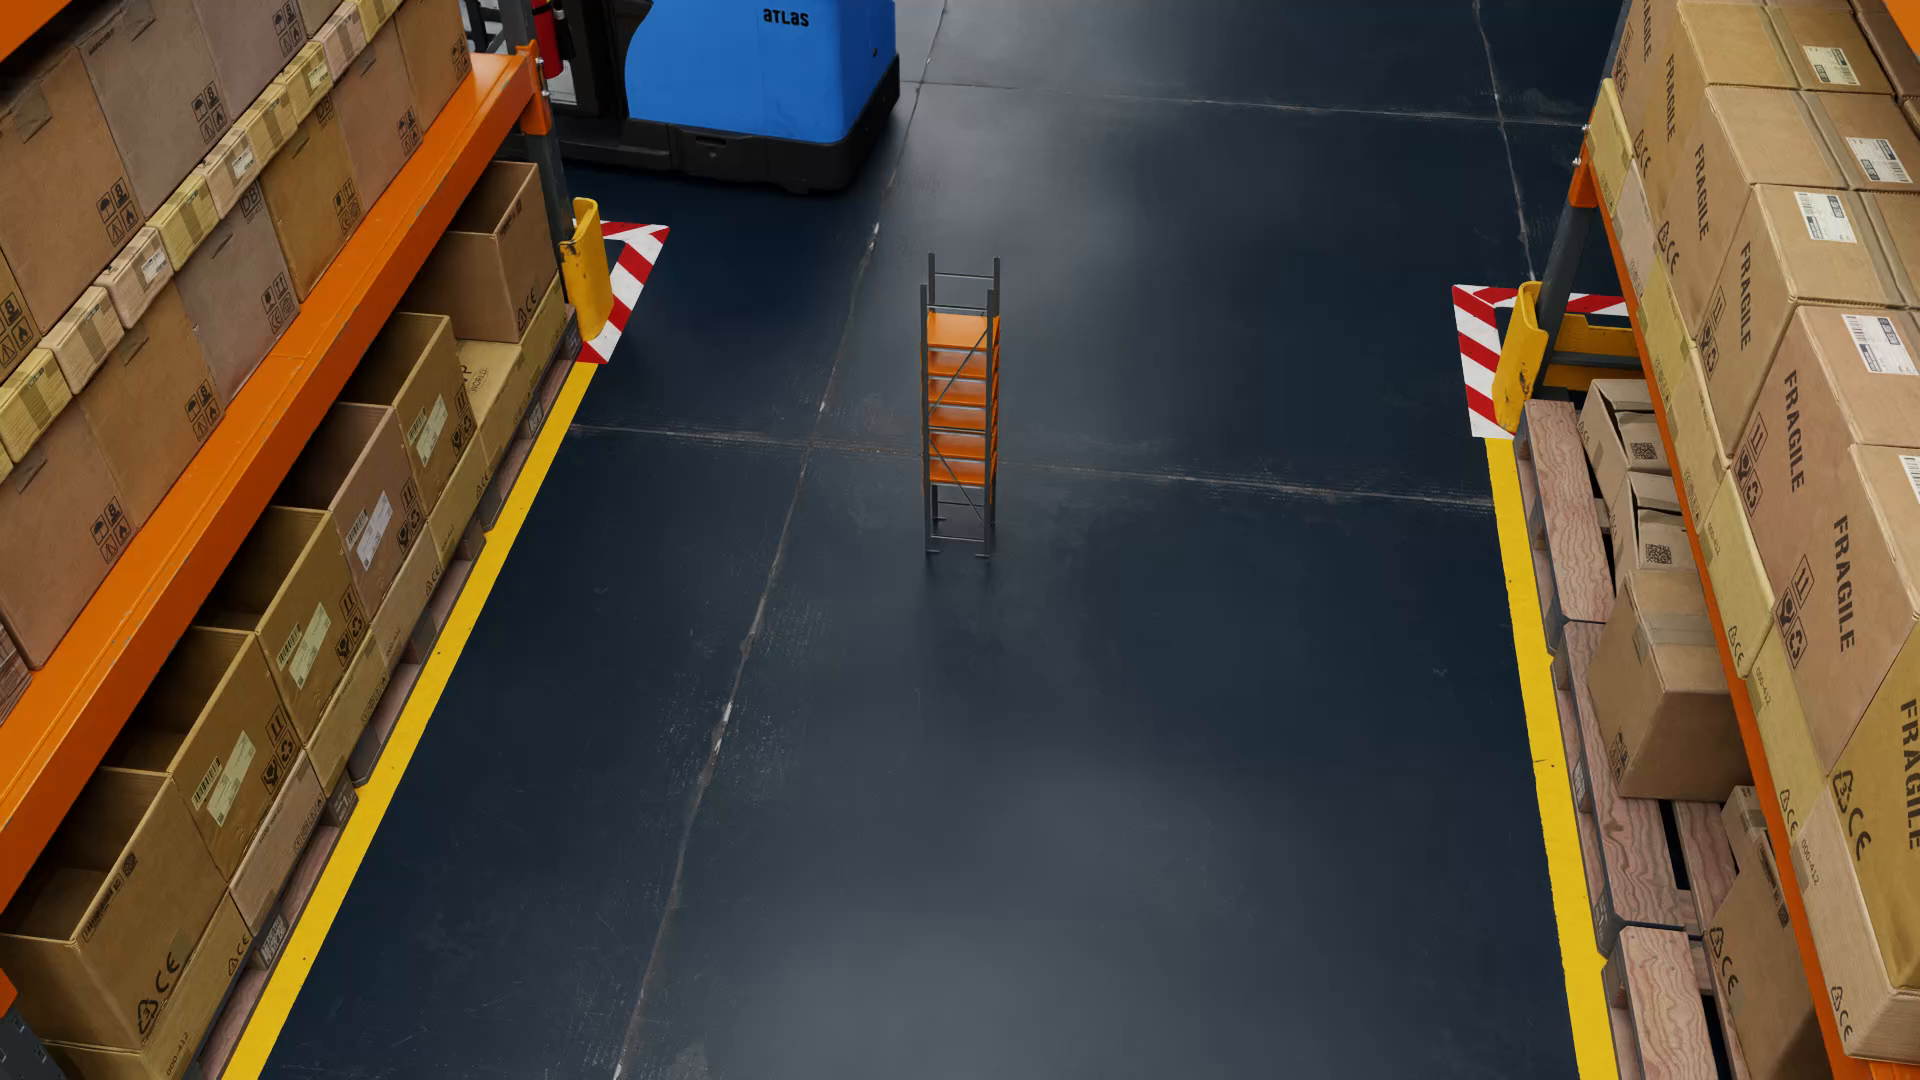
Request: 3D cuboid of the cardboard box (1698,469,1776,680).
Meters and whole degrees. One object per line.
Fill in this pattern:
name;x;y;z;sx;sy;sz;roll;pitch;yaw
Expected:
cardboard box;2.144;0.098;4.059;0.500;0.250;0.500;5;44;5

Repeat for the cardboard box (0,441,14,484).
cardboard box;-2.362;-0.148;3.680;0.380;0.149;0.250;4;44;4

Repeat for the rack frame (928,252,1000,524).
rack frame;0.014;-0.508;5.914;0.240;1.200;0.006;5;44;6

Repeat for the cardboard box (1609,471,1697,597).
cardboard box;2.529;0.027;5.676;0.500;0.311;0.500;9;44;9

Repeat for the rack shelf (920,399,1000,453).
rack shelf;0.002;-0.413;5.878;0.258;0.103;0.180;5;44;6

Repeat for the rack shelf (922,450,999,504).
rack shelf;0.002;-0.239;6.043;0.258;0.103;0.180;5;44;6

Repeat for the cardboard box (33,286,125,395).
cardboard box;-2.293;-0.497;4.049;0.380;0.149;0.250;4;44;4

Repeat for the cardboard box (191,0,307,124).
cardboard box;-2.337;-1.541;4.680;0.700;0.500;0.500;5;44;6

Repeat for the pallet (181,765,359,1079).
pallet;-2.508;1.111;4.923;1.003;0.211;1.213;5;44;6

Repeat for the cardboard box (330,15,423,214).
cardboard box;-2.265;-1.450;5.527;0.700;0.500;0.500;6;44;7

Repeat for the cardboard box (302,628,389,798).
cardboard box;-2.150;0.514;5.220;0.500;0.250;0.500;5;44;6

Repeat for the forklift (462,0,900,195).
forklift;-1.884;-3.267;7.569;3.031;2.935;1.130;10;44;10

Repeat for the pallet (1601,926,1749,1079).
pallet;2.310;1.636;4.369;1.003;0.211;1.213;5;44;6

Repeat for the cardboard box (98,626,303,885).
cardboard box;-2.225;0.581;4.603;0.500;0.500;0.500;5;44;6

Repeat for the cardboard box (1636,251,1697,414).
cardboard box;2.278;-0.589;4.785;0.500;0.250;0.500;5;44;5

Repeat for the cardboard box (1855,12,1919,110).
cardboard box;2.857;-1.184;4.868;0.500;0.500;0.500;6;44;6

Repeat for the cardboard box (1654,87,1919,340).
cardboard box;2.274;-0.881;4.548;0.500;0.500;0.500;4;44;4

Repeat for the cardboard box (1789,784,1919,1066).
cardboard box;2.018;0.781;3.338;0.500;0.250;0.500;5;44;6

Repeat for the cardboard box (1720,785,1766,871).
cardboard box;2.487;0.872;4.901;0.380;0.149;0.250;2;43;2

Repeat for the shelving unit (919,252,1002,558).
shelving unit;0.002;-0.446;5.848;0.258;1.200;0.189;5;44;6

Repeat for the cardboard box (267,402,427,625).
cardboard box;-2.087;-0.100;5.323;0.500;0.500;0.500;5;44;6

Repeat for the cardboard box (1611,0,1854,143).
cardboard box;2.424;-1.569;5.274;0.500;0.500;0.500;5;44;6

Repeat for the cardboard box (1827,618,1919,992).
cardboard box;2.012;0.509;3.080;0.500;0.500;0.500;5;44;5

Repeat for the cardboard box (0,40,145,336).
cardboard box;-2.470;-0.859;3.960;0.700;0.500;0.500;5;44;5

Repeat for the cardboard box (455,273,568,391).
cardboard box;-1.904;-0.851;6.662;0.500;0.250;0.500;5;44;6

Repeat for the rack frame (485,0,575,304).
rack frame;-2.126;-2.089;6.275;1.000;3.000;0.127;5;44;6

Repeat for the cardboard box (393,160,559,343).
cardboard box;-1.902;-1.123;6.404;0.500;0.500;0.500;5;44;6

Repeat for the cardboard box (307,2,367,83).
cardboard box;-2.090;-1.559;5.171;0.380;0.149;0.250;6;44;6

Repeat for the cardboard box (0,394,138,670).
cardboard box;-2.539;-0.063;4.062;0.700;0.500;0.500;5;44;5

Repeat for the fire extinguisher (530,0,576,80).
fire extinguisher;-1.650;-2.100;6.342;0.296;0.674;0.183;5;44;6

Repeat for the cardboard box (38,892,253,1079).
cardboard box;-2.293;1.194;4.502;0.500;0.250;0.500;5;44;6

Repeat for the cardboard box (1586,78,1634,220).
cardboard box;2.406;-1.291;5.526;0.500;0.250;0.500;4;44;4

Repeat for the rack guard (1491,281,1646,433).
rack guard;2.775;-0.682;6.607;1.175;0.500;0.348;5;44;6

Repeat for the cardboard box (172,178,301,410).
cardboard box;-2.402;-0.753;4.791;0.700;0.500;0.500;6;44;7

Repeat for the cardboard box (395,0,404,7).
cardboard box;-2.021;-1.905;5.536;0.380;0.149;0.250;6;44;7

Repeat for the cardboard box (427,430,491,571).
cardboard box;-2.022;-0.168;5.940;0.500;0.250;0.500;5;44;6

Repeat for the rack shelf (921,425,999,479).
rack shelf;0.002;-0.326;5.961;0.258;0.103;0.180;5;44;6

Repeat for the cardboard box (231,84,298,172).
cardboard box;-2.157;-1.201;4.792;0.380;0.149;0.250;6;44;7

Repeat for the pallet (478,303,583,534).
pallet;-2.185;-0.552;6.679;1.003;0.211;1.213;5;44;6

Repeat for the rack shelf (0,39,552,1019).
rack shelf;-2.390;-0.465;5.083;1.077;0.370;4.000;5;44;6

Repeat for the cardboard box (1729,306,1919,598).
cardboard box;2.150;-0.174;3.801;0.500;0.500;0.500;4;44;4

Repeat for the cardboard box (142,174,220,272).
cardboard box;-2.226;-0.857;4.429;0.380;0.149;0.250;5;44;5
